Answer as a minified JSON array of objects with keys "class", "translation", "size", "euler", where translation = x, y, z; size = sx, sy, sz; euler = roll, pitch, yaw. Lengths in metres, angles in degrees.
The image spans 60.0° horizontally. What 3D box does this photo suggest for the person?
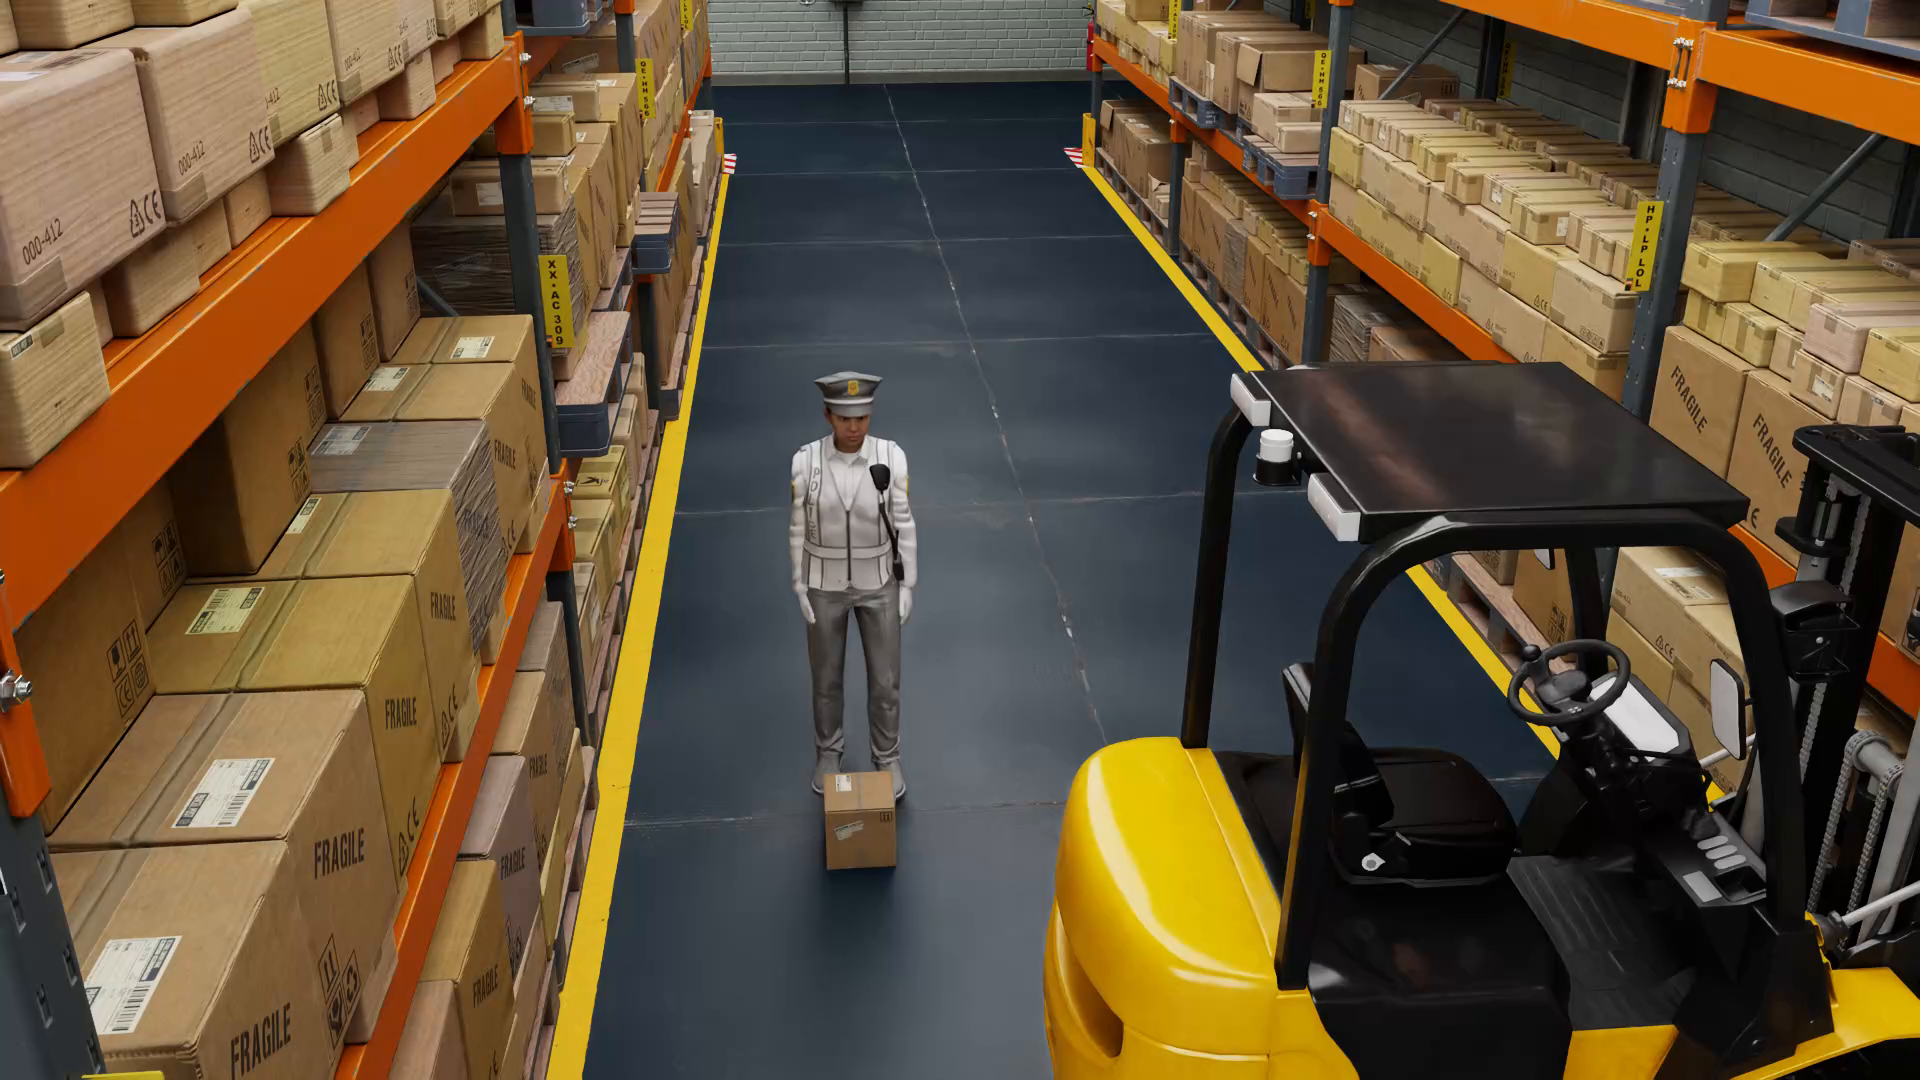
[{"class":"person","translation":[-0.391,0.181,6.176],"size":[0.472,1.683,0.350],"euler":[-2,24,-4]}]
